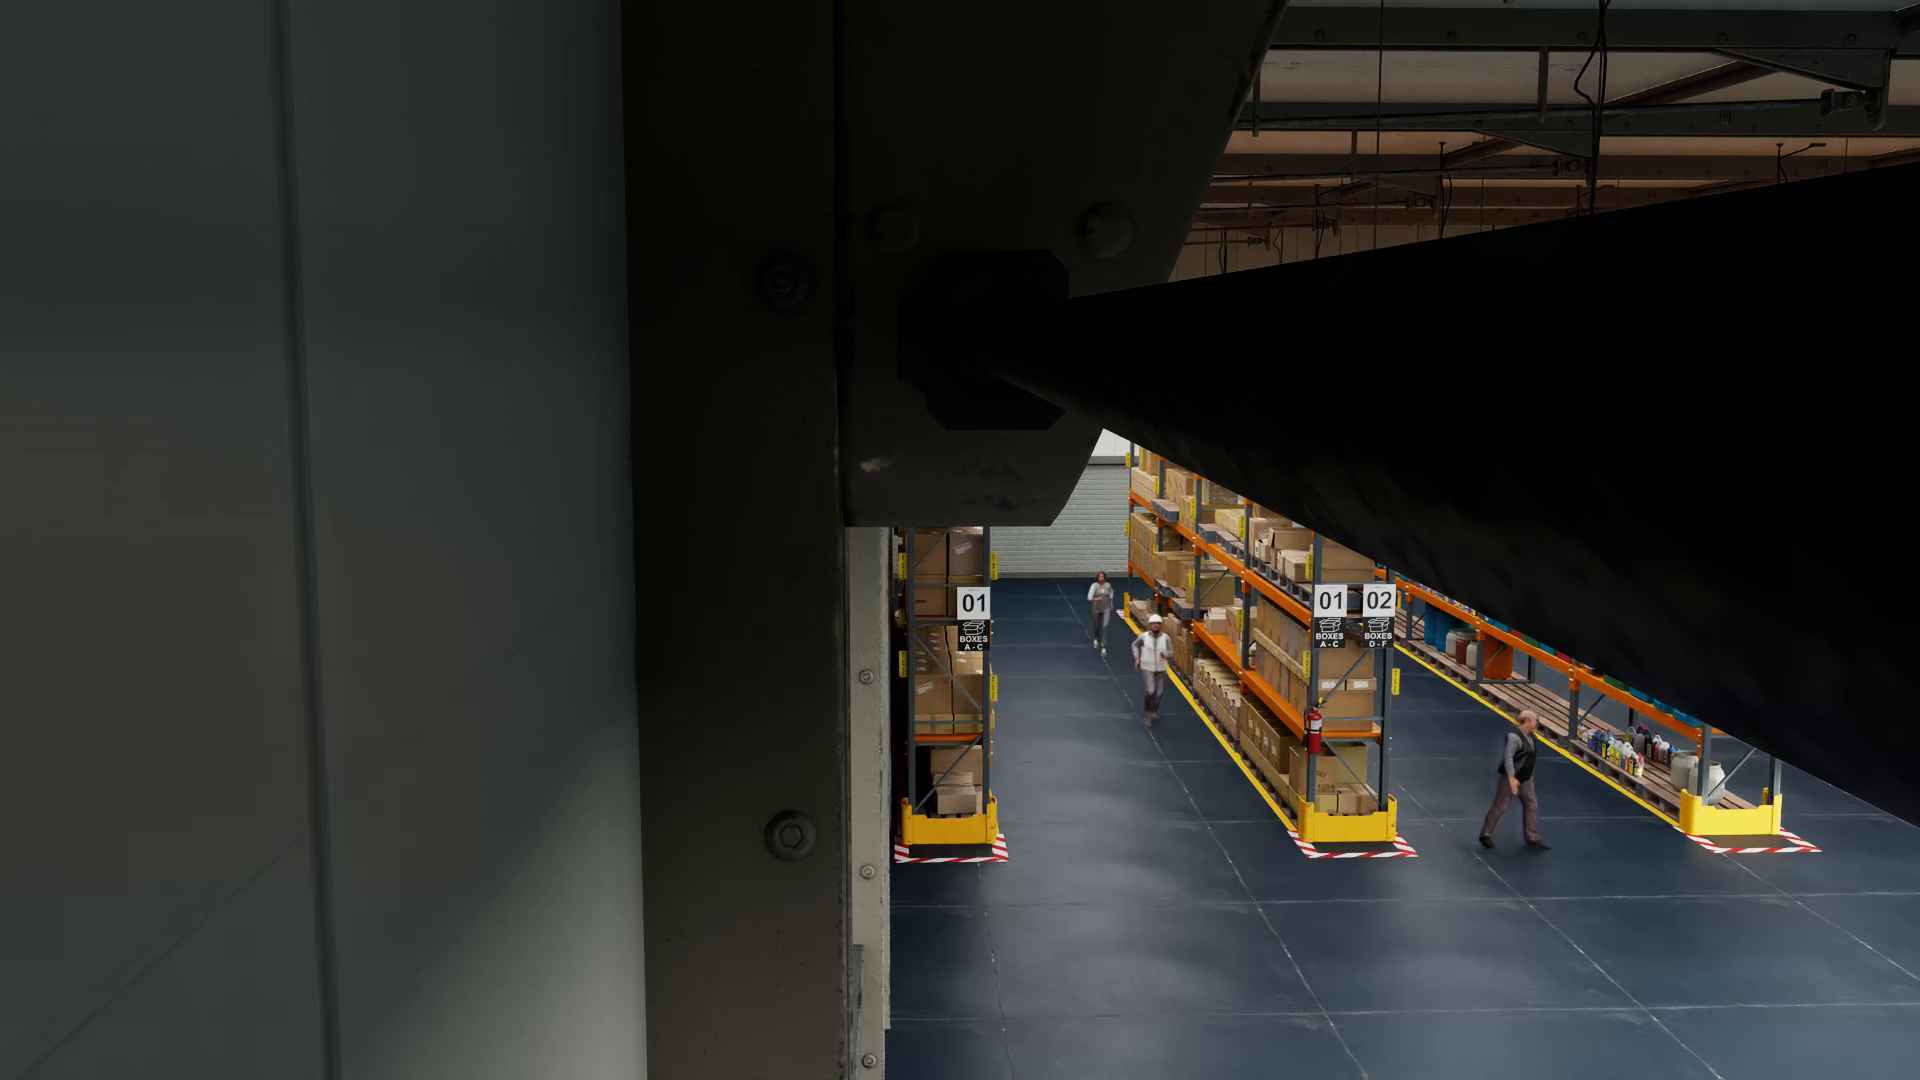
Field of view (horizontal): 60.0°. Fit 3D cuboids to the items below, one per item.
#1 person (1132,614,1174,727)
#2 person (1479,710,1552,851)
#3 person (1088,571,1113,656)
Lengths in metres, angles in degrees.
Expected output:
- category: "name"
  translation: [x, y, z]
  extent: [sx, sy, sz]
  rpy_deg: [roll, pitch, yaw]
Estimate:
- category: "person"
  translation: [3.087, 2.077, 26.449]
  extent: [0.621, 1.799, 0.725]
  rpy_deg: [-1, 7, -8]
- category: "person"
  translation: [6.766, 2.915, 20.193]
  extent: [0.765, 1.711, 0.704]
  rpy_deg: [7, 10, 44]
- category: "person"
  translation: [2.729, 1.386, 32.268]
  extent: [0.530, 1.609, 0.861]
  rpy_deg: [0, 7, -2]
